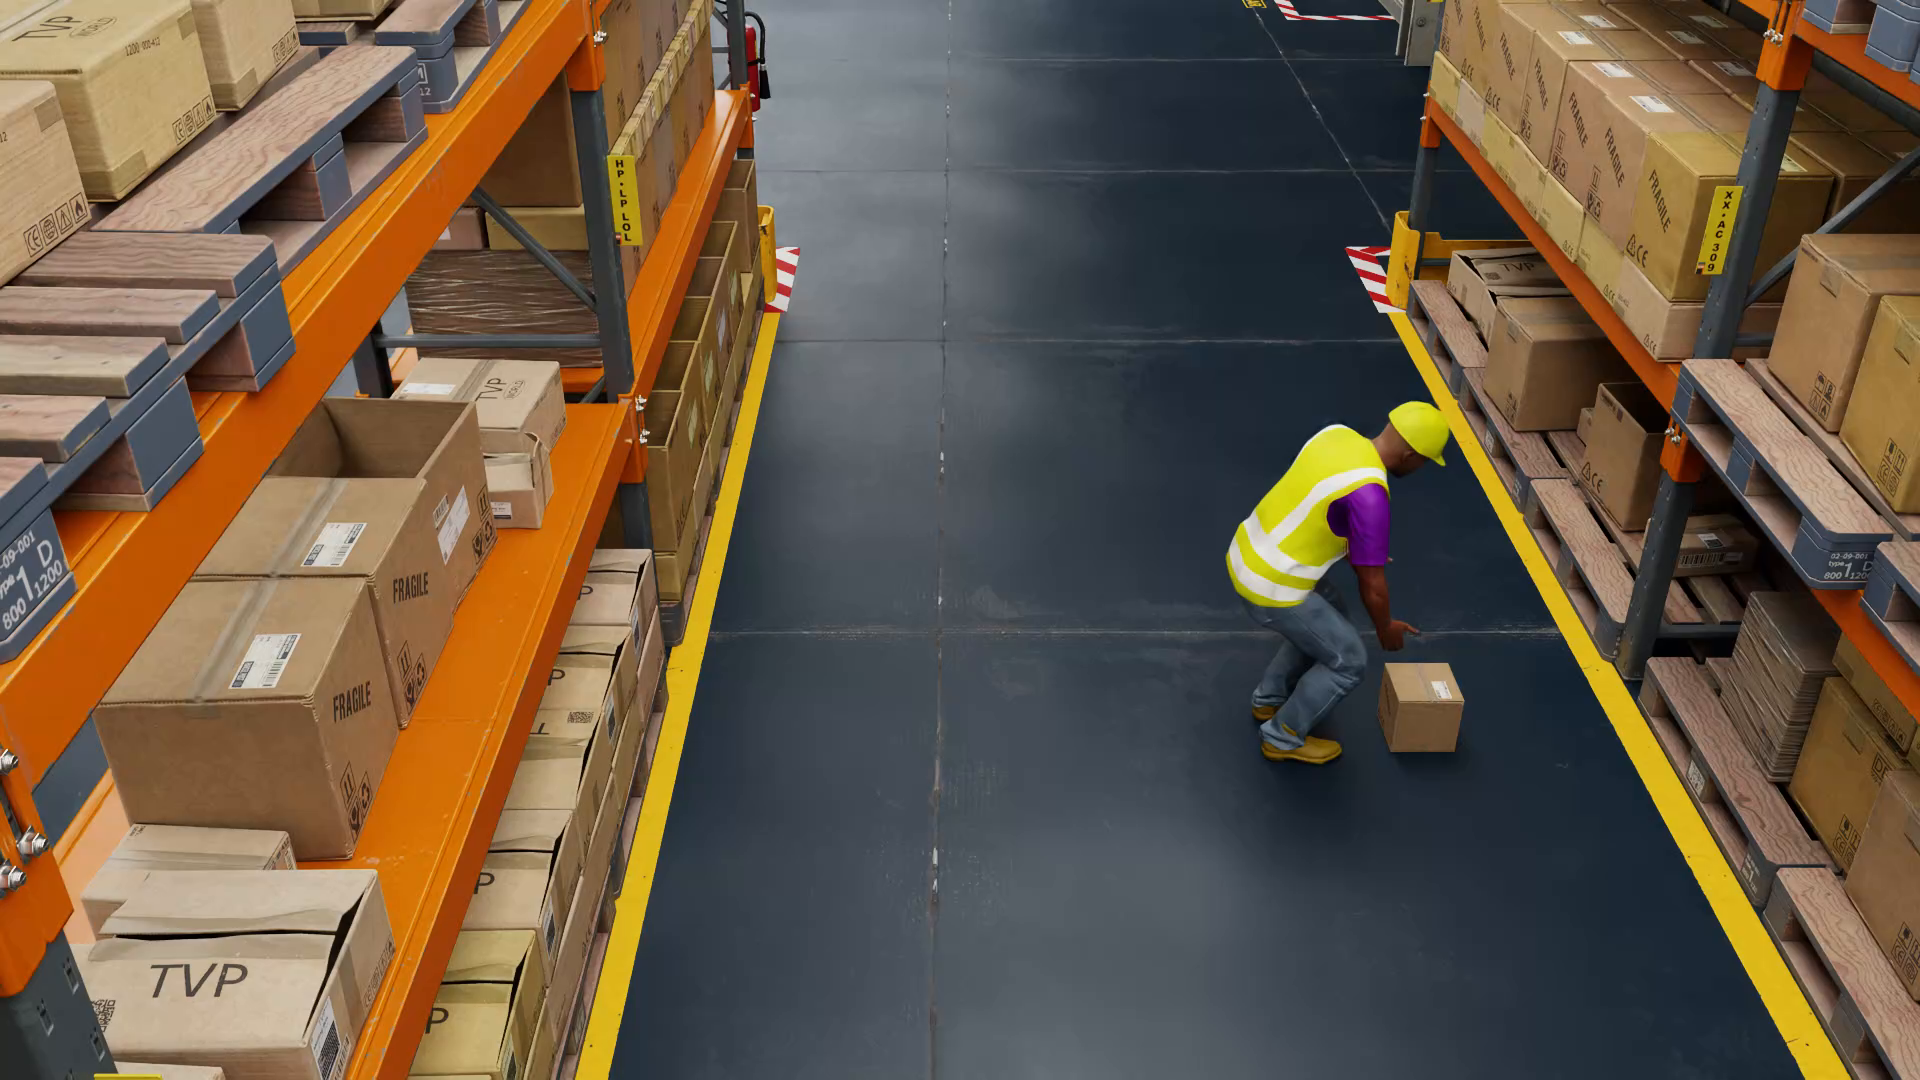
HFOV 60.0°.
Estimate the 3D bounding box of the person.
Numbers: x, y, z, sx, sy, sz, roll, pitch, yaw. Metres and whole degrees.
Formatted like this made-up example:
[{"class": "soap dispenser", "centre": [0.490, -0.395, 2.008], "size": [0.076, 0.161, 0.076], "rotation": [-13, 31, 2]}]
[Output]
[{"class": "person", "centre": [1.370, 0.130, 6.220], "size": [0.747, 1.432, 0.631], "rotation": [0, 31, 0]}]
